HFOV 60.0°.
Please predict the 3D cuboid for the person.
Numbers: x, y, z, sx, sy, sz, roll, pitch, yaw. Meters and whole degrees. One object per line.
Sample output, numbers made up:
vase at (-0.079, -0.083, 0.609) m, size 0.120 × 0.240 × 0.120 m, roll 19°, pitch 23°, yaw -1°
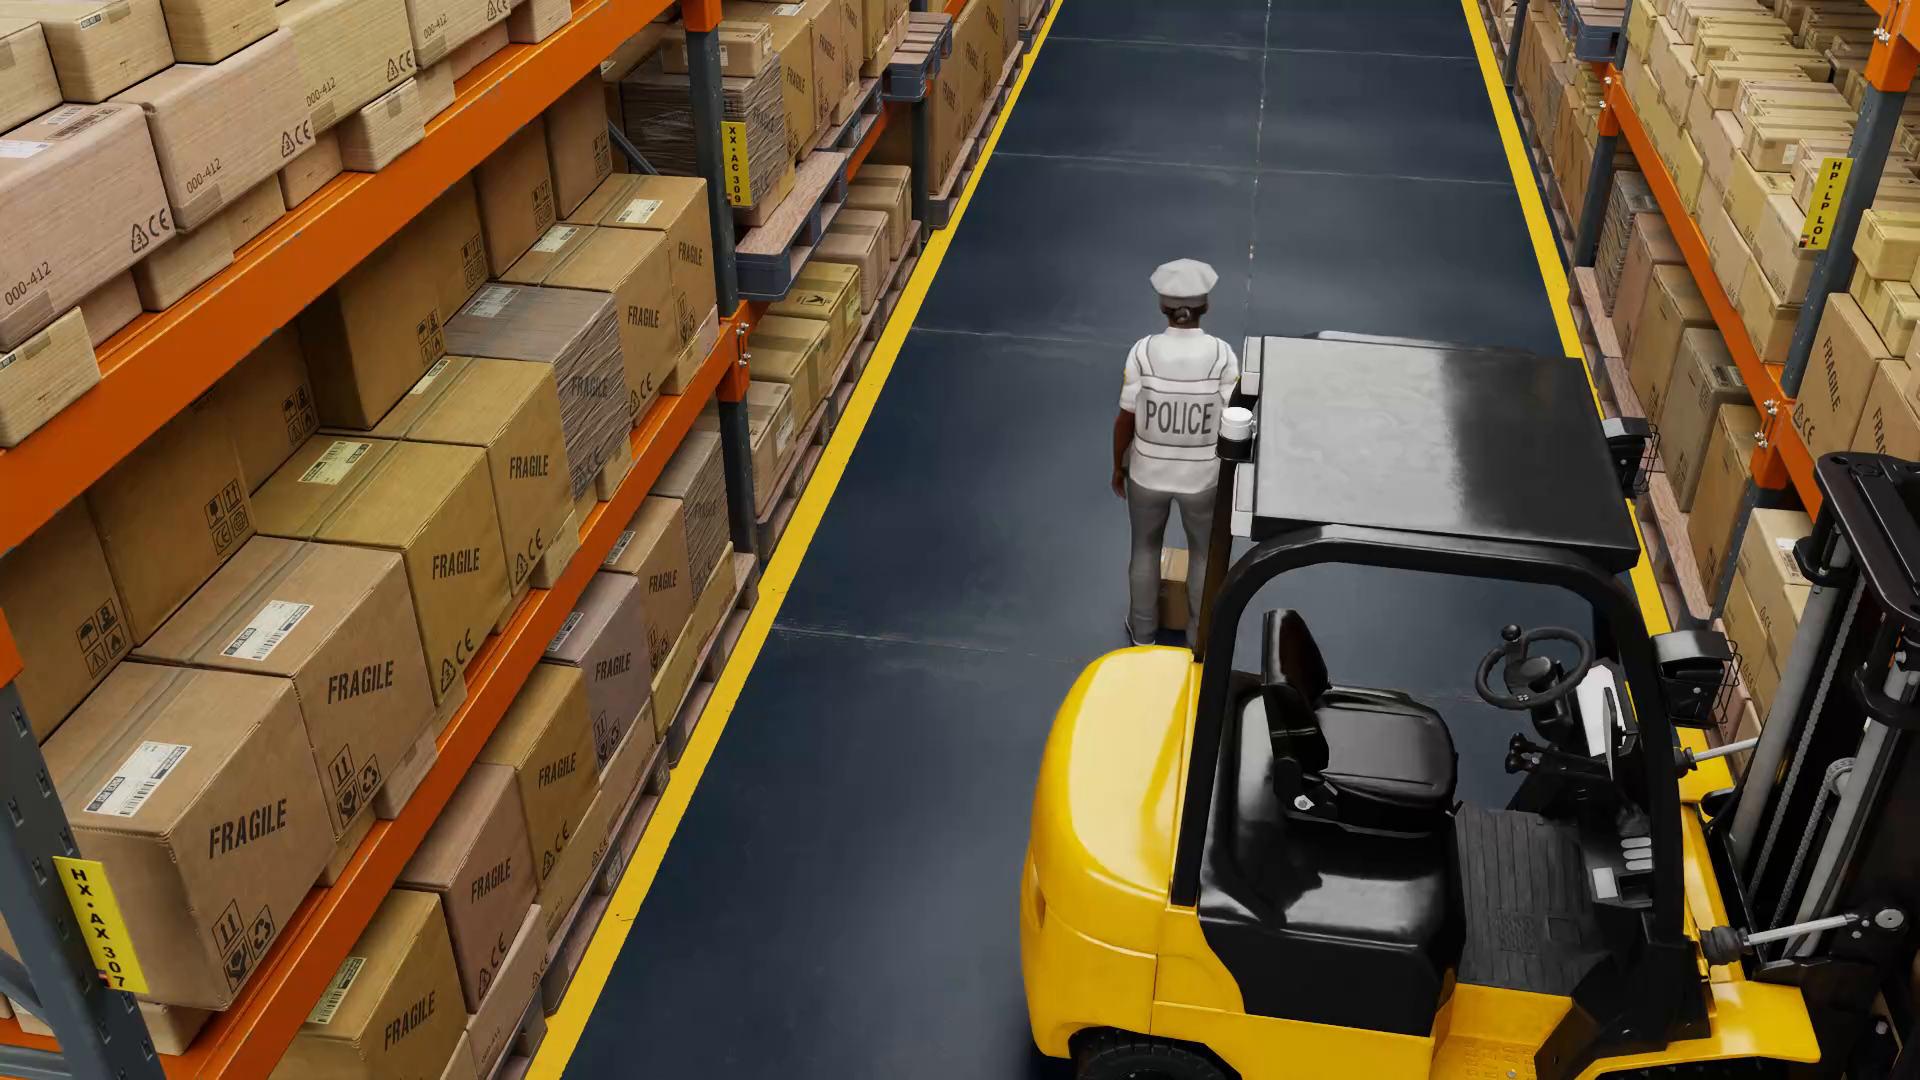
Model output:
person at (0.859, -0.267, 6.560) m, size 0.517 × 1.654 × 0.417 m, roll 5°, pitch 33°, yaw 7°
